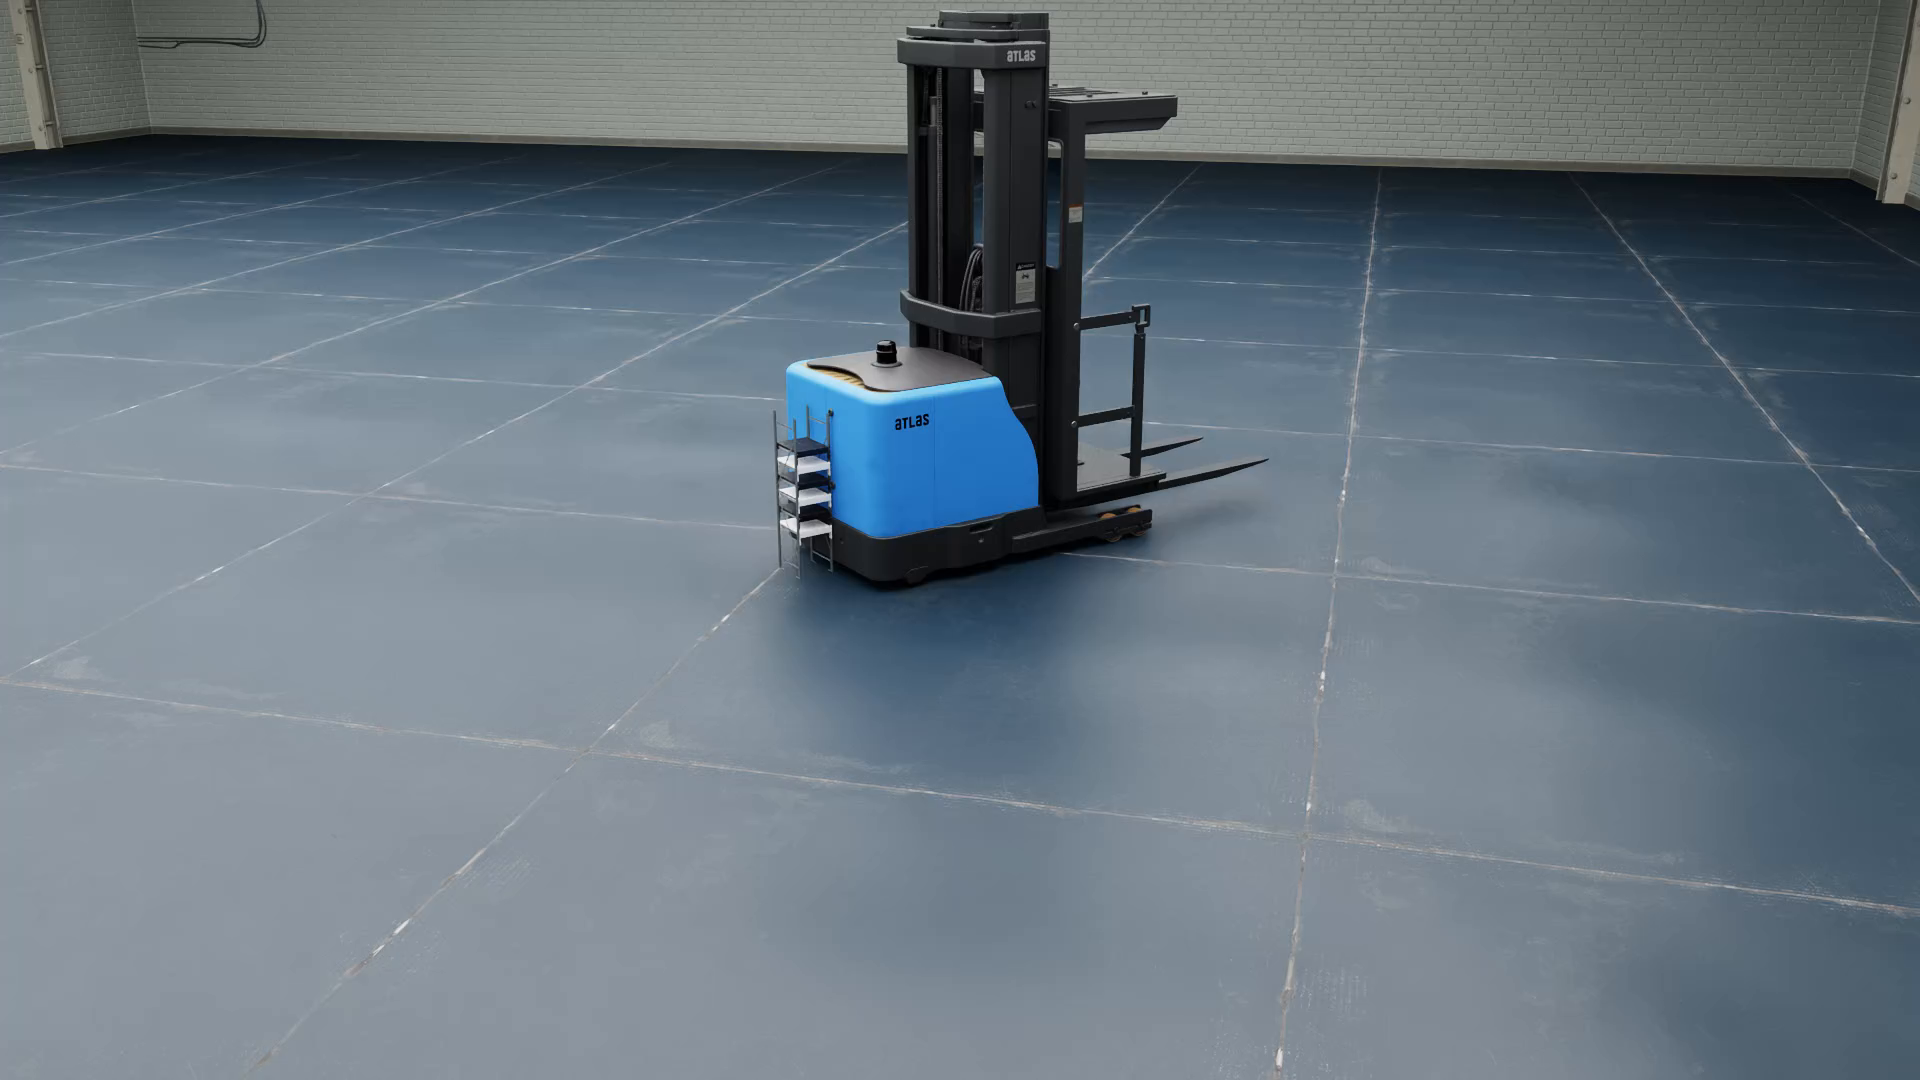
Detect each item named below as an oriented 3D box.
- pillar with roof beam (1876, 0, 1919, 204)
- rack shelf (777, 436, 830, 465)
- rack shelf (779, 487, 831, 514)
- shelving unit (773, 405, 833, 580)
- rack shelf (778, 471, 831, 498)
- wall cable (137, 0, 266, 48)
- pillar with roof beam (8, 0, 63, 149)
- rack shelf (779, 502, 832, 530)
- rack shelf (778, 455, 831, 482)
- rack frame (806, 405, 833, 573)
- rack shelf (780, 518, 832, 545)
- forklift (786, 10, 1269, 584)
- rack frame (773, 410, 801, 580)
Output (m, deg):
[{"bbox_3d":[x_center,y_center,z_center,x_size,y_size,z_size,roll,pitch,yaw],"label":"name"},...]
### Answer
[{"bbox_3d":[9.244,-9.477,23.513,9.100,9.000,0.400,5,19,13],"label":"pillar with roof beam"},{"bbox_3d":[-0.852,-0.484,8.980,0.200,0.077,0.258,-13,23,-33],"label":"rack shelf"},{"bbox_3d":[-0.852,-0.228,9.067,0.200,0.077,0.258,-13,23,-33],"label":"rack shelf"},{"bbox_3d":[-0.852,-0.260,9.056,0.210,0.900,0.258,-13,23,-33],"label":"shelving unit"},{"bbox_3d":[-0.852,-0.313,9.038,0.200,0.077,0.258,-13,23,-33],"label":"rack shelf"},{"bbox_3d":[-15.124,-10.975,32.700,3.097,2.526,0.112,5,19,13],"label":"wall cable"},{"bbox_3d":[-12.952,-11.285,28.805,9.100,9.000,0.400,5,19,13],"label":"pillar with roof beam"},{"bbox_3d":[-0.852,-0.143,9.096,0.200,0.077,0.258,-13,23,-33],"label":"rack shelf"},{"bbox_3d":[-0.852,-0.399,9.009,0.200,0.077,0.258,-13,23,-33],"label":"rack shelf"},{"bbox_3d":[-0.768,-0.278,9.111,0.006,0.900,0.240,-13,23,-33],"label":"rack frame"},{"bbox_3d":[-0.852,-0.058,9.125,0.200,0.077,0.258,-13,23,-33],"label":"rack shelf"},{"bbox_3d":[0.519,-1.503,9.552,3.031,2.935,1.130,-13,23,-33],"label":"forklift"},{"bbox_3d":[-0.935,-0.241,9.001,0.006,0.900,0.240,-13,23,-33],"label":"rack frame"}]
